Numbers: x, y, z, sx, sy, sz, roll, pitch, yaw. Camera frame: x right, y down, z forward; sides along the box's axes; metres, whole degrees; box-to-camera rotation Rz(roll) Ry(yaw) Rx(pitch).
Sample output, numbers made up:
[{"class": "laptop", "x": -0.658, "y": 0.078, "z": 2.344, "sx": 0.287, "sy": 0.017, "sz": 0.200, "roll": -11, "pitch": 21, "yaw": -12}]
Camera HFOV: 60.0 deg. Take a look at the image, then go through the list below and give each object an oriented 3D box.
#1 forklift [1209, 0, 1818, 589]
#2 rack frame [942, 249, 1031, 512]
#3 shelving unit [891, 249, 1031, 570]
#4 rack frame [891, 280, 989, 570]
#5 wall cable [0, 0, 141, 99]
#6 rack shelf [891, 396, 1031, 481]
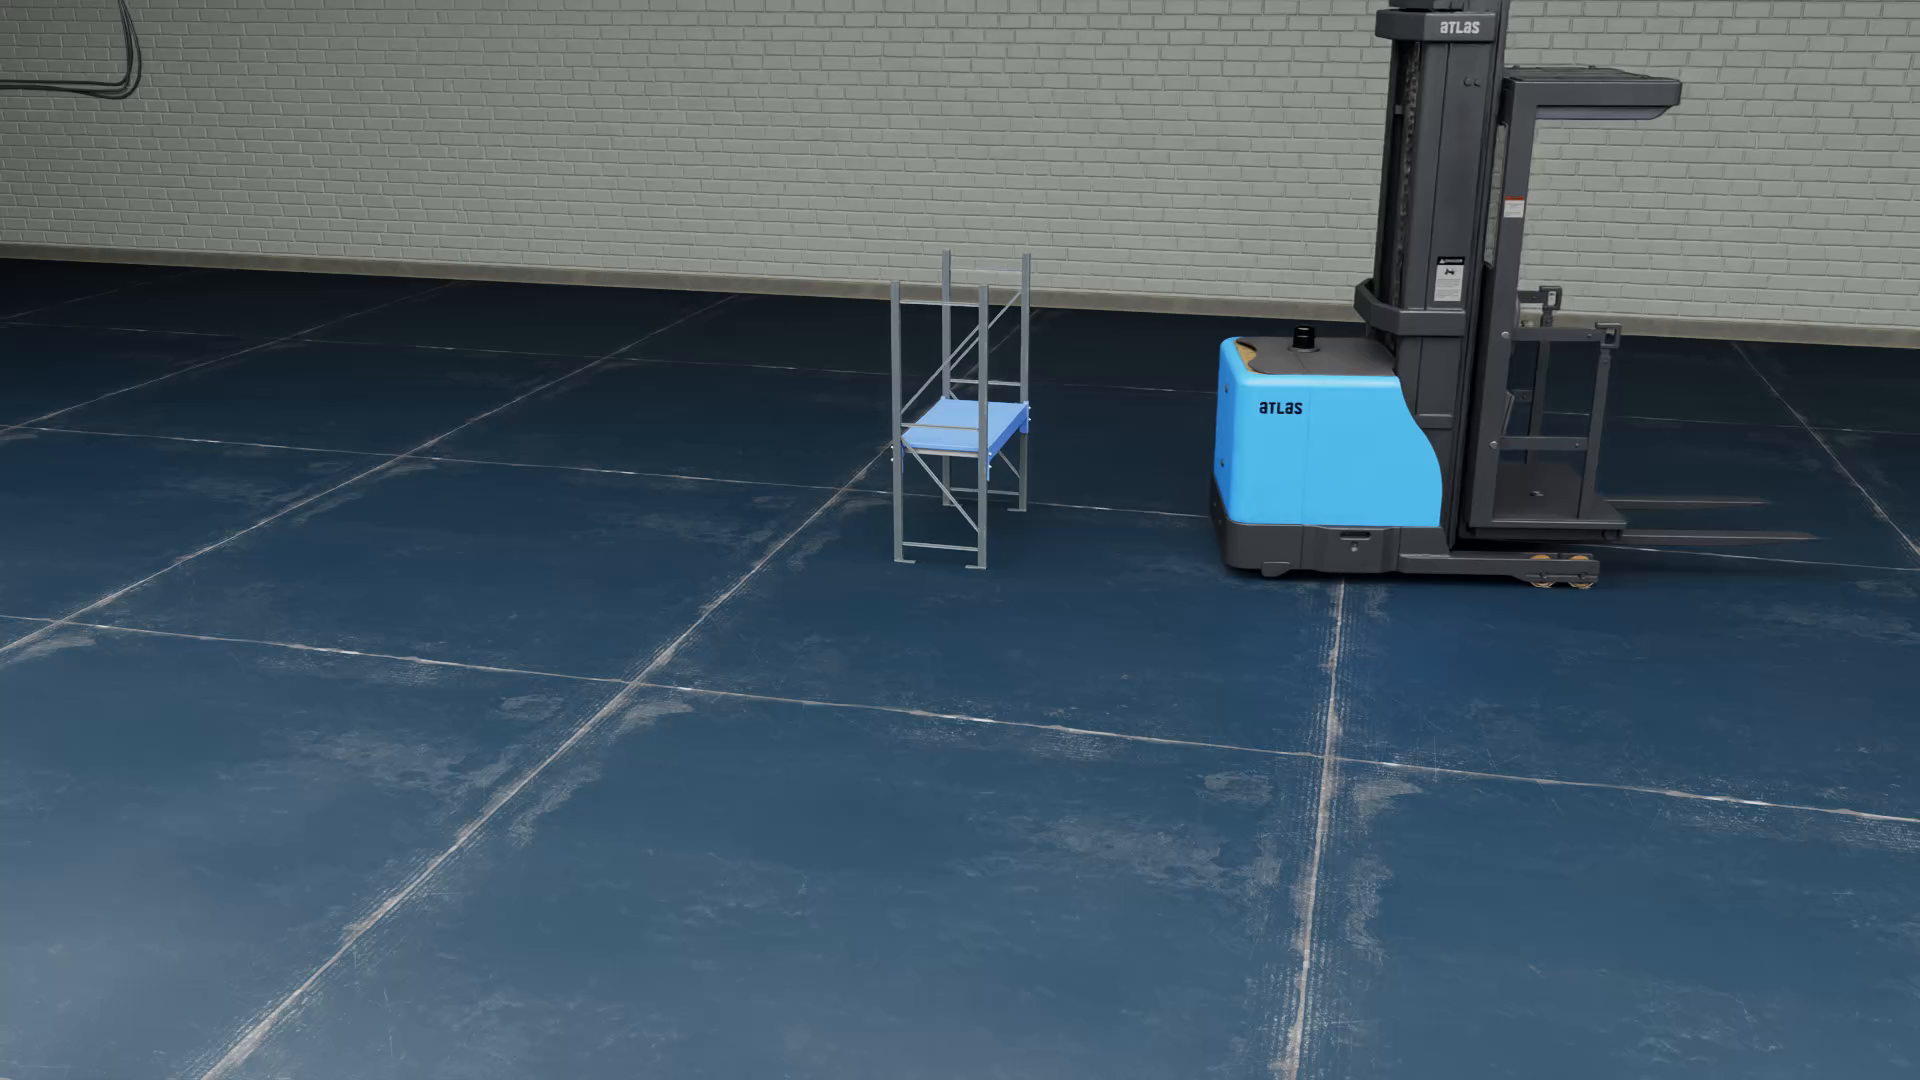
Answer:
[{"class": "forklift", "x": 2.906, "y": -1.316, "z": 8.507, "sx": 3.031, "sy": 2.935, "sz": 1.130, "roll": 1, "pitch": 19, "yaw": 3}, {"class": "rack frame", "x": 0.145, "y": -0.896, "z": 9.490, "sx": 0.500, "sy": 1.500, "sz": 0.032, "roll": 5, "pitch": 19, "yaw": 13}, {"class": "shelving unit", "x": 0.021, "y": -0.736, "z": 9.023, "sx": 0.538, "sy": 1.500, "sz": 1.048, "roll": 5, "pitch": 19, "yaw": 13}, {"class": "rack frame", "x": -0.103, "y": -0.577, "z": 8.557, "sx": 0.500, "sy": 1.500, "sz": 0.032, "roll": 5, "pitch": 19, "yaw": 13}, {"class": "wall cable", "x": -9.920, "y": -5.830, "z": 17.137, "sx": 3.097, "sy": 2.526, "sz": 0.112, "roll": 5, "pitch": 19, "yaw": 13}, {"class": "rack shelf", "x": 0.021, "y": -0.566, "z": 9.082, "sx": 0.538, "sy": 0.185, "sz": 1.000, "roll": 5, "pitch": 19, "yaw": 13}]
